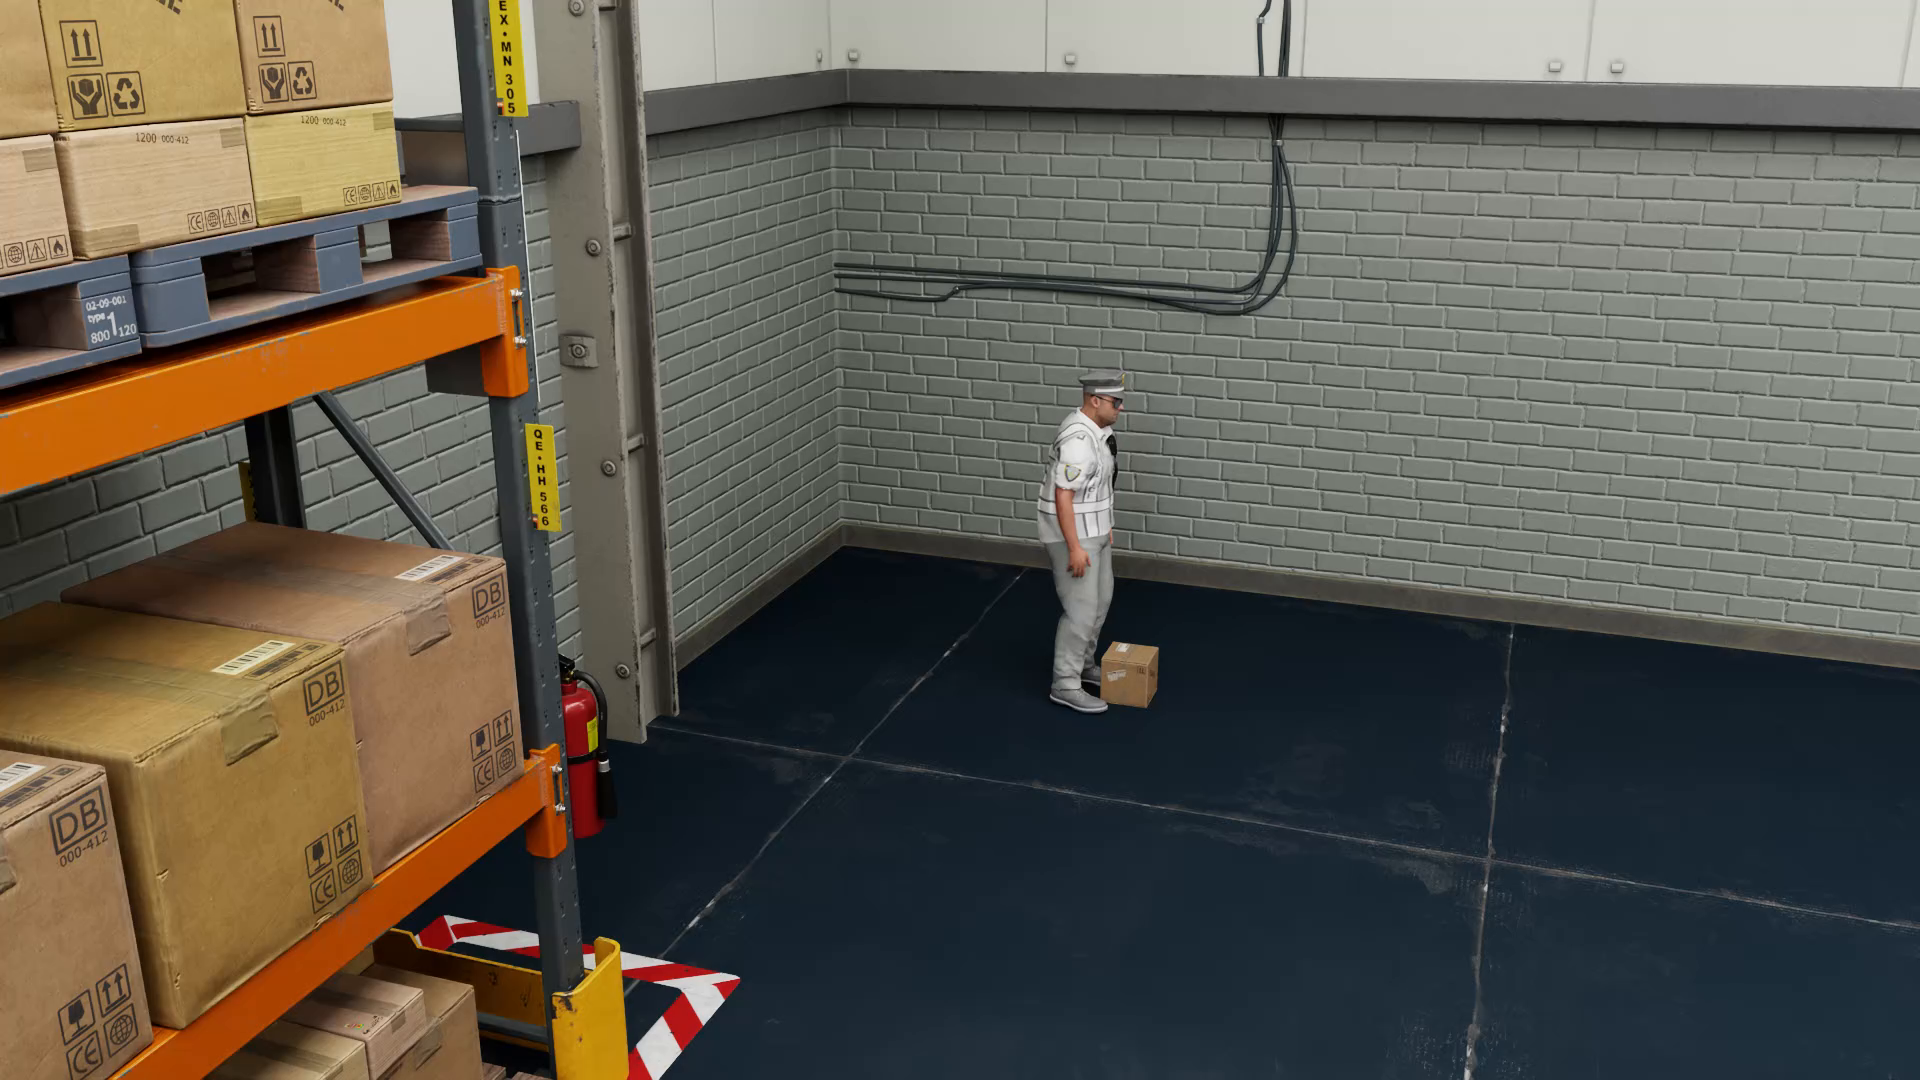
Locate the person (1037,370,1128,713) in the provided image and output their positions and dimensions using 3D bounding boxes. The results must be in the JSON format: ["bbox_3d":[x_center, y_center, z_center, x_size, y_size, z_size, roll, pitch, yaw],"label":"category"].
[{"bbox_3d":[0.633,-0.025,8.623,0.439,1.748,0.586,6,20,18],"label":"person"}]
